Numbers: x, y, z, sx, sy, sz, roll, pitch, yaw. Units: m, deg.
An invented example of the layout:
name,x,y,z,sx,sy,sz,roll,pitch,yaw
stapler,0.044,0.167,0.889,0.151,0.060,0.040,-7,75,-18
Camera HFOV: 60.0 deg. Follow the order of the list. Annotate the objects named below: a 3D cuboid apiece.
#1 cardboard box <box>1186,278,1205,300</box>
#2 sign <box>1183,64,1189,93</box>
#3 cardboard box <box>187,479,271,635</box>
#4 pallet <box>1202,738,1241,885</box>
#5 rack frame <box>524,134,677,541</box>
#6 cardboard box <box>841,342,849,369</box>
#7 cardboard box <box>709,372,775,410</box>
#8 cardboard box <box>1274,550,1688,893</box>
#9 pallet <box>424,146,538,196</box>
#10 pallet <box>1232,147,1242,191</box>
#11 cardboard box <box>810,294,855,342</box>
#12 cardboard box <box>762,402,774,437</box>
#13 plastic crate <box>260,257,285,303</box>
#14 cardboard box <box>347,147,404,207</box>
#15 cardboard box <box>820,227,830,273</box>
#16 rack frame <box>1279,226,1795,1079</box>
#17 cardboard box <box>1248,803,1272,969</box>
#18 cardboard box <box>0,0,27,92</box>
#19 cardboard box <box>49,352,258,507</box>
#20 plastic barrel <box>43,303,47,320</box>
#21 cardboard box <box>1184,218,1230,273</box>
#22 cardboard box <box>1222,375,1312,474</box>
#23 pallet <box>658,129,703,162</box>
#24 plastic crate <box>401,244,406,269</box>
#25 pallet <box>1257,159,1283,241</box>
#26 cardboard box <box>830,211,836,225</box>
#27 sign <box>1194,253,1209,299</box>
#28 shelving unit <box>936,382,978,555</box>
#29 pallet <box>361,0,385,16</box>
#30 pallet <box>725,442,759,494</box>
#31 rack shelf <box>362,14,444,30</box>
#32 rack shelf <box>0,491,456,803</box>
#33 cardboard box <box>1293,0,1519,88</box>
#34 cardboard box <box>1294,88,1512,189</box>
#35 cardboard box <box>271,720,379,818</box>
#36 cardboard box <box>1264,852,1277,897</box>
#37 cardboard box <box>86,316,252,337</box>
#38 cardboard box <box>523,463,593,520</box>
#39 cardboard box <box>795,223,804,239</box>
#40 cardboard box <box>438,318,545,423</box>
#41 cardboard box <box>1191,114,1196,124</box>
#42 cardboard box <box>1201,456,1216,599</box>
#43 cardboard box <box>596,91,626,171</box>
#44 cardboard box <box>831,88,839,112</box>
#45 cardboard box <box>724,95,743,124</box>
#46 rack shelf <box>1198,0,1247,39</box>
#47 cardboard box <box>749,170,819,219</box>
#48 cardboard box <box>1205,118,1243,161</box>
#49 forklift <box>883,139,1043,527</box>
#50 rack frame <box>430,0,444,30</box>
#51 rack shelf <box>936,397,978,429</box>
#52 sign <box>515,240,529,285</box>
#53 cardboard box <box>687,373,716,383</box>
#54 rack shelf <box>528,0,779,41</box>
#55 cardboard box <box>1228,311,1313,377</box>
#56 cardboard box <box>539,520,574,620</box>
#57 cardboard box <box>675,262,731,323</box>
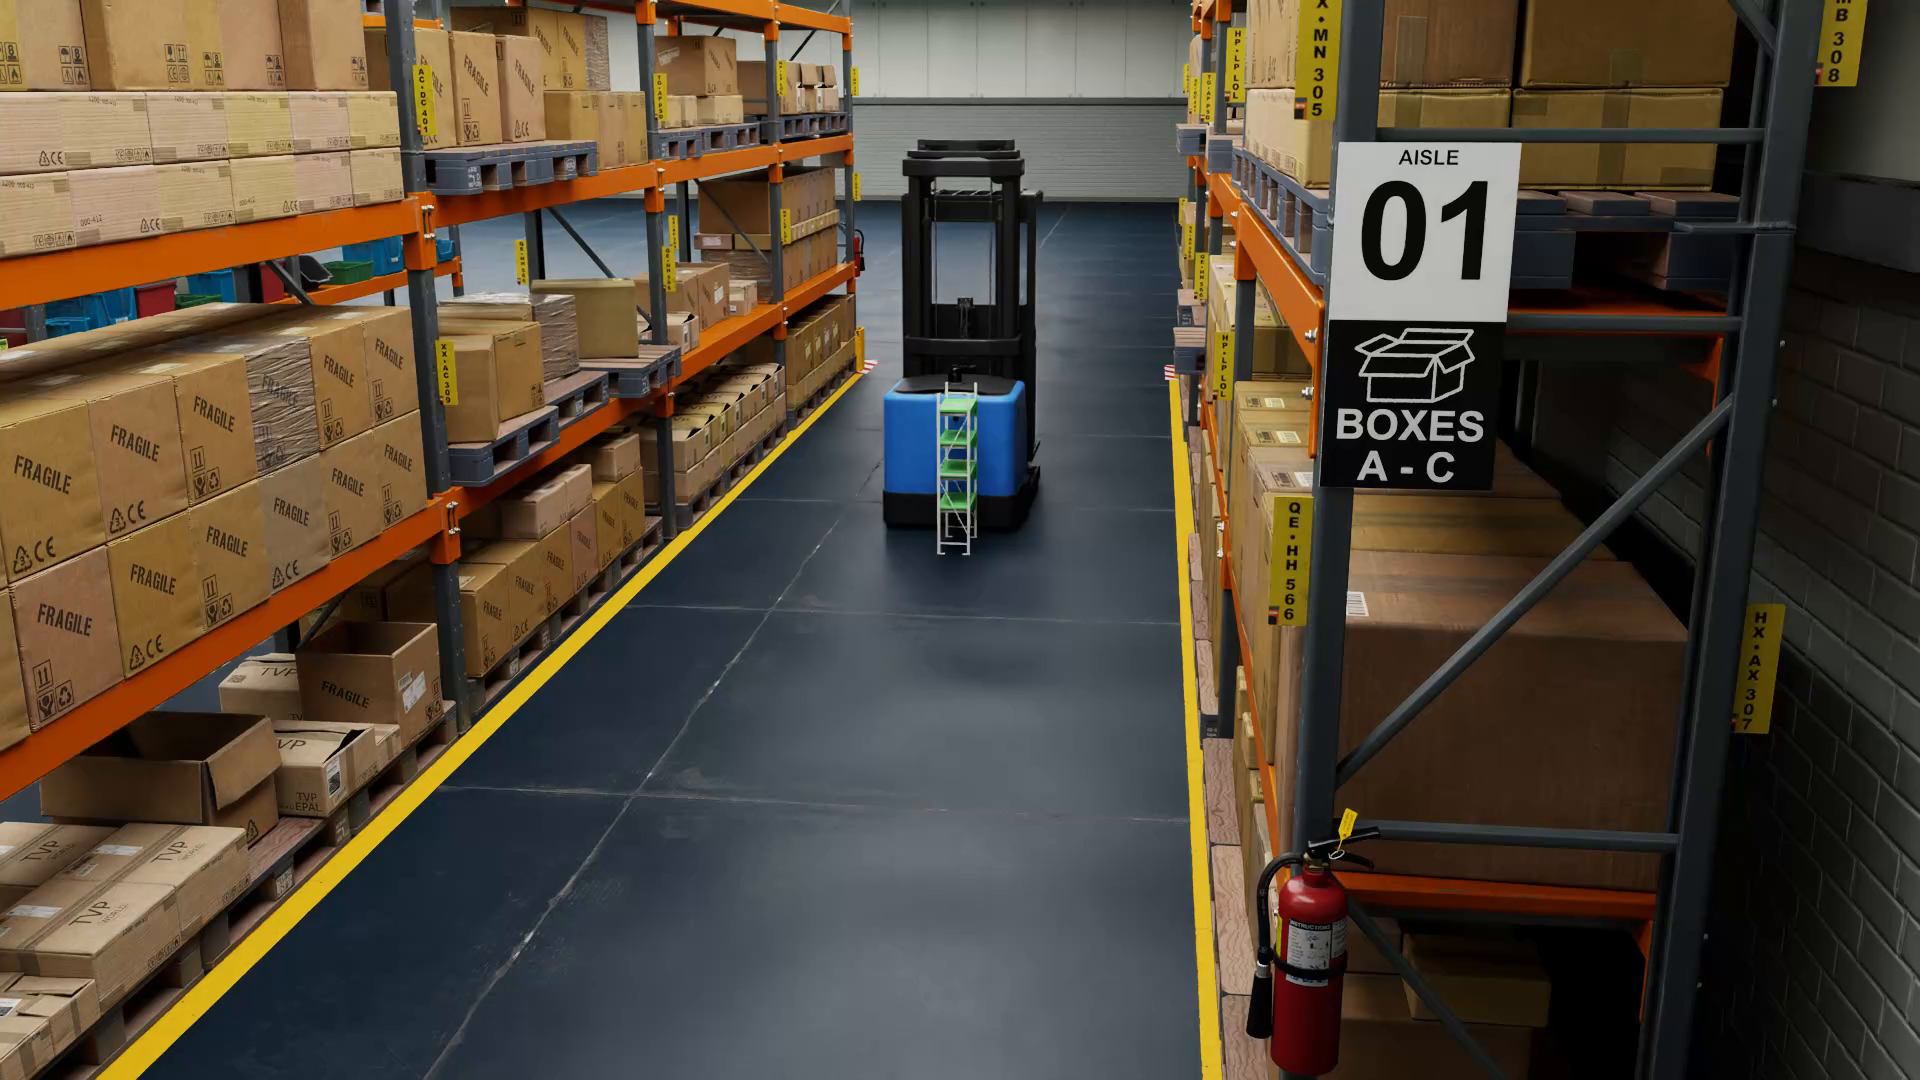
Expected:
name,x,y,z,sx,sy,sz,roll,pitch,yaw
cardboard box,2.452,-2.436,16.172,0.500,0.250,0.500,2,15,6
sign,2.612,-5.290,19.058,0.100,0.325,0.005,2,15,6
cardboard box,-3.094,0.052,6.533,0.500,0.500,0.500,2,15,7
pallet,1.633,1.249,7.637,1.003,0.211,1.213,2,15,6
rack frame,-2.674,-1.474,12.367,1.000,3.000,0.127,2,15,6
cardboard box,-1.583,-2.146,19.317,0.500,0.250,0.500,2,15,6
cardboard box,-2.036,-1.409,15.515,0.500,0.311,0.500,2,15,8
cardboard box,1.393,0.468,4.609,0.980,0.700,0.700,2,15,9
pallet,-2.982,-1.961,8.781,1.213,0.211,1.003,2,15,6
pallet,1.851,-1.887,8.512,0.805,0.209,1.217,1,15,4
cardboard box,-1.536,-2.638,19.700,0.500,0.500,0.500,2,15,6
cardboard box,-2.040,-1.140,15.593,0.500,0.250,0.500,1,15,5
plastic crate,-6.895,-2.555,16.241,0.402,0.464,0.583,2,15,6
cardboard box,-2.916,-1.678,7.663,0.500,0.250,0.500,2,15,6
cardboard box,-1.891,-3.340,19.077,0.700,0.500,0.500,2,15,8
rack frame,1.346,0.746,4.158,1.000,3.000,0.127,2,15,6
cardboard box,1.438,1.305,6.074,0.700,0.500,0.500,1,15,4
cardboard box,-3.395,-1.639,5.123,0.700,0.500,0.500,2,15,6
cardboard box,-3.096,-0.435,6.416,0.500,0.500,0.500,2,15,6
plastic barrel,-7.692,-1.948,13.905,0.421,0.512,0.421,0,15,0
cardboard box,2.496,-2.927,16.553,0.500,0.500,0.500,2,15,6
cardboard box,1.599,-0.620,8.410,0.500,0.500,0.500,1,15,5
pallet,-2.686,-3.010,12.661,1.213,0.211,1.003,2,15,9
plastic crate,-6.531,-3.317,19.468,0.499,0.251,0.408,2,15,6
pallet,1.554,-1.169,5.664,1.003,0.211,1.213,2,15,6
cardboard box,-1.653,-3.738,19.304,0.380,0.149,0.250,2,15,8
sign,1.708,-1.863,11.740,0.100,0.325,0.005,2,15,6
shelving unit,-0.019,-0.536,12.347,0.258,1.200,0.503,2,15,6
pallet,-6.943,-5.802,18.008,1.003,0.211,1.213,2,15,6
pallet,-2.402,-0.656,14.683,1.003,0.211,1.213,2,15,6
rack shelf,-6.918,-5.533,18.028,1.077,0.370,4.000,2,15,6
rack shelf,-3.351,0.429,6.706,1.077,0.370,4.000,2,15,6
cardboard box,1.157,-1.441,4.352,0.500,0.500,0.500,2,15,6
cardboard box,1.165,-1.079,4.449,0.500,0.250,0.500,2,15,8
cardboard box,-2.993,1.000,7.527,0.500,0.311,0.500,2,15,6
cardboard box,1.187,1.147,5.415,0.380,0.149,0.250,2,15,8
cardboard box,-3.516,-0.720,7.470,0.500,0.500,0.500,1,15,5
cardboard box,-2.660,-0.312,10.579,0.500,0.250,0.500,1,15,5
cardboard box,-1.859,-3.271,17.579,0.380,0.149,0.250,1,15,5
cardboard box,-2.835,-0.984,9.559,0.700,0.500,0.500,4,16,15
cardboard box,2.606,-4.286,16.791,0.500,0.500,0.500,1,15,4
cardboard box,1.930,-0.080,10.526,0.750,0.750,0.750,2,15,6
cardboard box,-2.747,-2.724,11.051,0.910,0.500,0.500,2,15,6
cardboard box,-1.639,-4.888,18.462,0.500,0.250,0.500,2,15,6
cardboard box,-2.302,-3.930,15.187,0.500,0.250,0.500,3,15,12
rack shelf,2.474,-4.203,13.112,1.077,0.370,4.000,2,15,6
cardboard box,-1.953,-3.822,18.372,0.700,0.500,0.500,2,15,6
cardboard box,2.061,-2.938,12.168,0.500,0.311,0.500,2,15,6
forklift,0.104,-1.853,13.900,1.130,2.935,3.031,2,15,7
rack frame,-6.693,-6.592,19.800,1.000,3.000,0.127,2,15,6
rack shelf,-0.019,-0.938,12.238,0.258,0.148,0.480,2,15,6
sign,-3.226,-2.048,12.273,0.100,0.325,0.005,2,15,6
cardboard box,-2.579,-1.428,15.586,0.500,0.311,0.500,2,15,6
rack shelf,-2.448,-4.348,13.648,1.077,0.370,4.000,2,15,6
cardboard box,1.596,-0.984,8.318,0.500,0.250,0.500,2,15,8
cardboard box,-2.716,0.171,10.228,0.500,0.500,0.500,2,15,7
cardboard box,-2.385,-2.224,14.950,0.500,0.500,0.500,3,15,10
